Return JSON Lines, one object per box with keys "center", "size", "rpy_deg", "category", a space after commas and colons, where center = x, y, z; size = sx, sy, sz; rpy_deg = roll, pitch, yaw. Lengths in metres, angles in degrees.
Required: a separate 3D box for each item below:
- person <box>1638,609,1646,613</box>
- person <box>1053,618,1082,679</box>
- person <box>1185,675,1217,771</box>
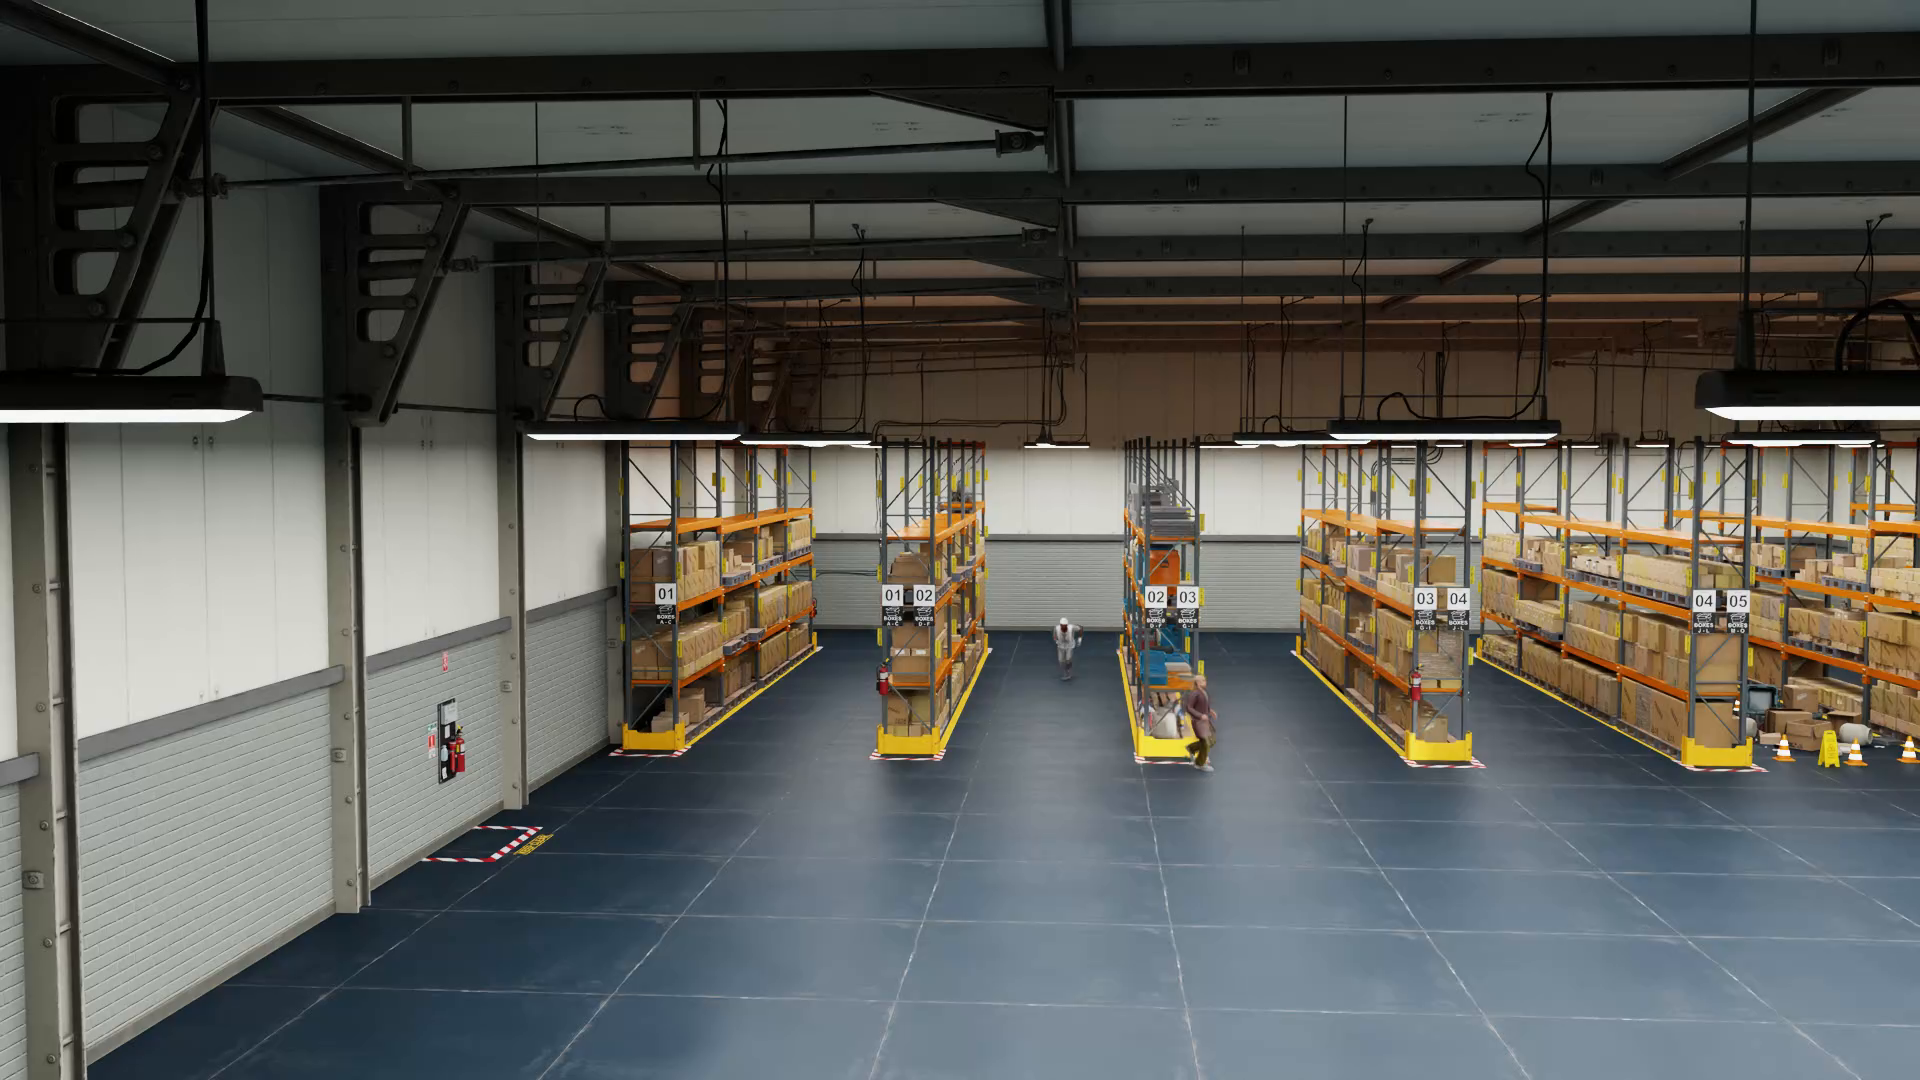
{"center": [17.040, 2.623, 41.547], "size": [0.630, 1.811, 0.827], "rpy_deg": [0, 3, 0], "category": "person"}
{"center": [2.672, 2.708, 41.371], "size": [0.718, 1.591, 0.874], "rpy_deg": [1, 3, 13], "category": "person"}
{"center": [4.256, 3.311, 29.784], "size": [0.615, 1.653, 0.738], "rpy_deg": [2, 4, 31], "category": "person"}
